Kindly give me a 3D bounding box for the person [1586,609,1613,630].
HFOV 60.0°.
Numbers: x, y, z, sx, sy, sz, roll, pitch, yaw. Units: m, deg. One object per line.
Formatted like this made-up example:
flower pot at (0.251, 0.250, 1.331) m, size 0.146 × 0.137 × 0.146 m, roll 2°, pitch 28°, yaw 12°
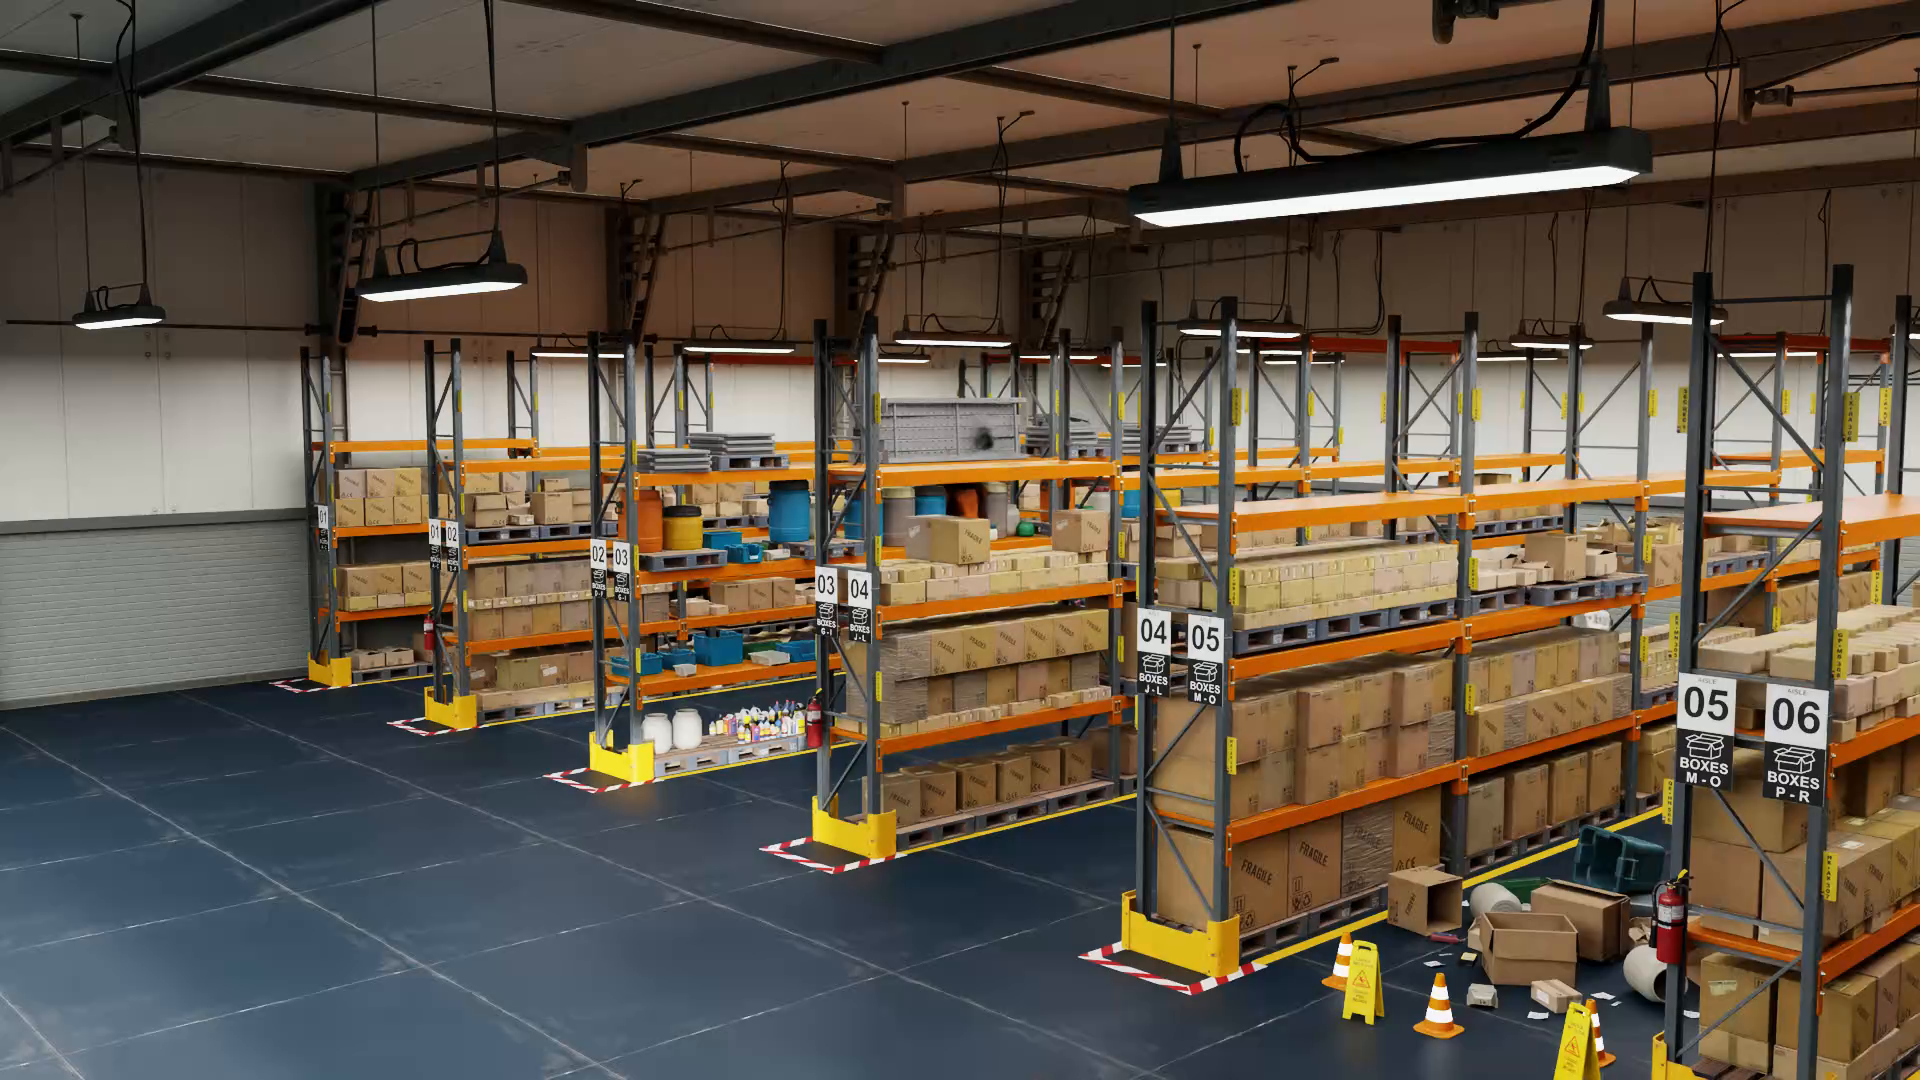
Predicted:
person at (11.531, 1.666, 29.897) m, size 0.565 × 1.558 × 0.640 m, roll -1°, pitch 5°, yaw -12°
